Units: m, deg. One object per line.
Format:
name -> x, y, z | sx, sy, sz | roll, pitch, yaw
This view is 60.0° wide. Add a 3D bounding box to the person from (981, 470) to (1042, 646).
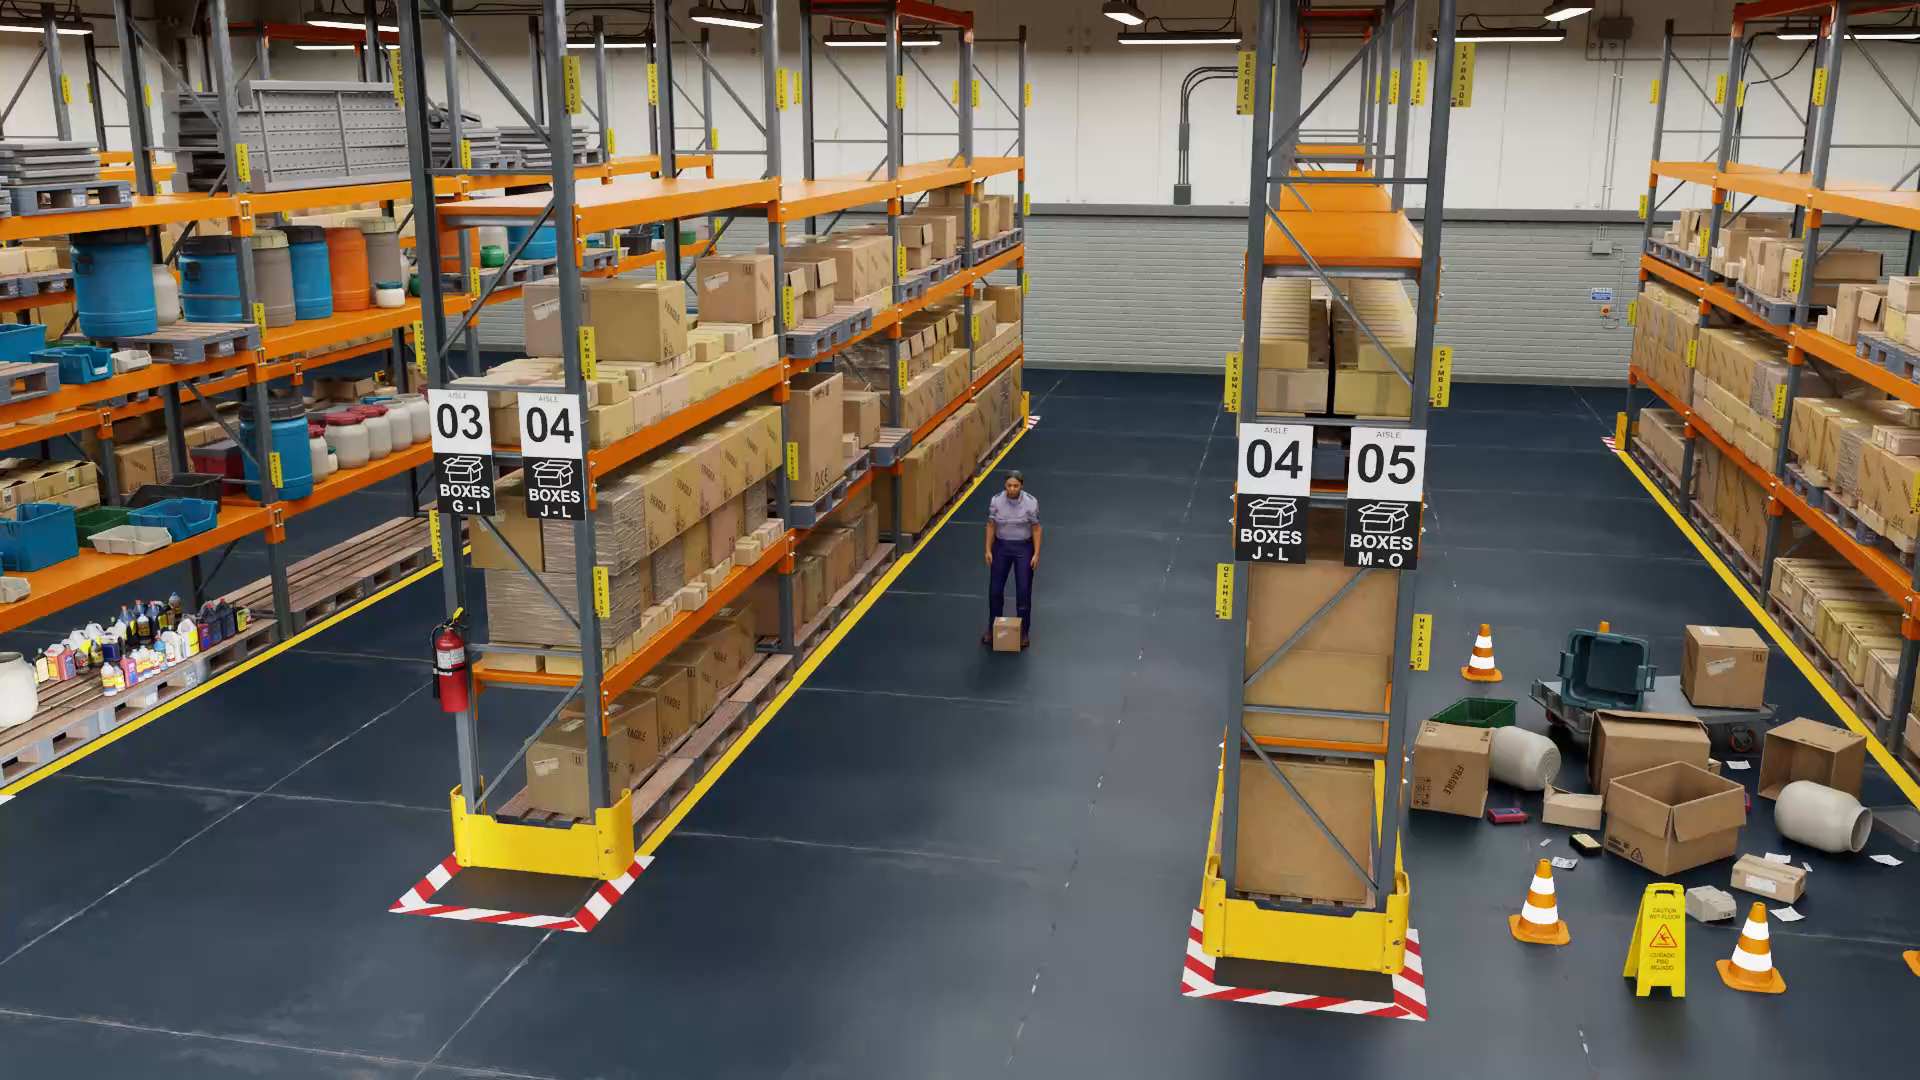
person -> 0.481, 0.146, 15.477 | 0.537, 1.651, 0.401 | 3, 15, 11
